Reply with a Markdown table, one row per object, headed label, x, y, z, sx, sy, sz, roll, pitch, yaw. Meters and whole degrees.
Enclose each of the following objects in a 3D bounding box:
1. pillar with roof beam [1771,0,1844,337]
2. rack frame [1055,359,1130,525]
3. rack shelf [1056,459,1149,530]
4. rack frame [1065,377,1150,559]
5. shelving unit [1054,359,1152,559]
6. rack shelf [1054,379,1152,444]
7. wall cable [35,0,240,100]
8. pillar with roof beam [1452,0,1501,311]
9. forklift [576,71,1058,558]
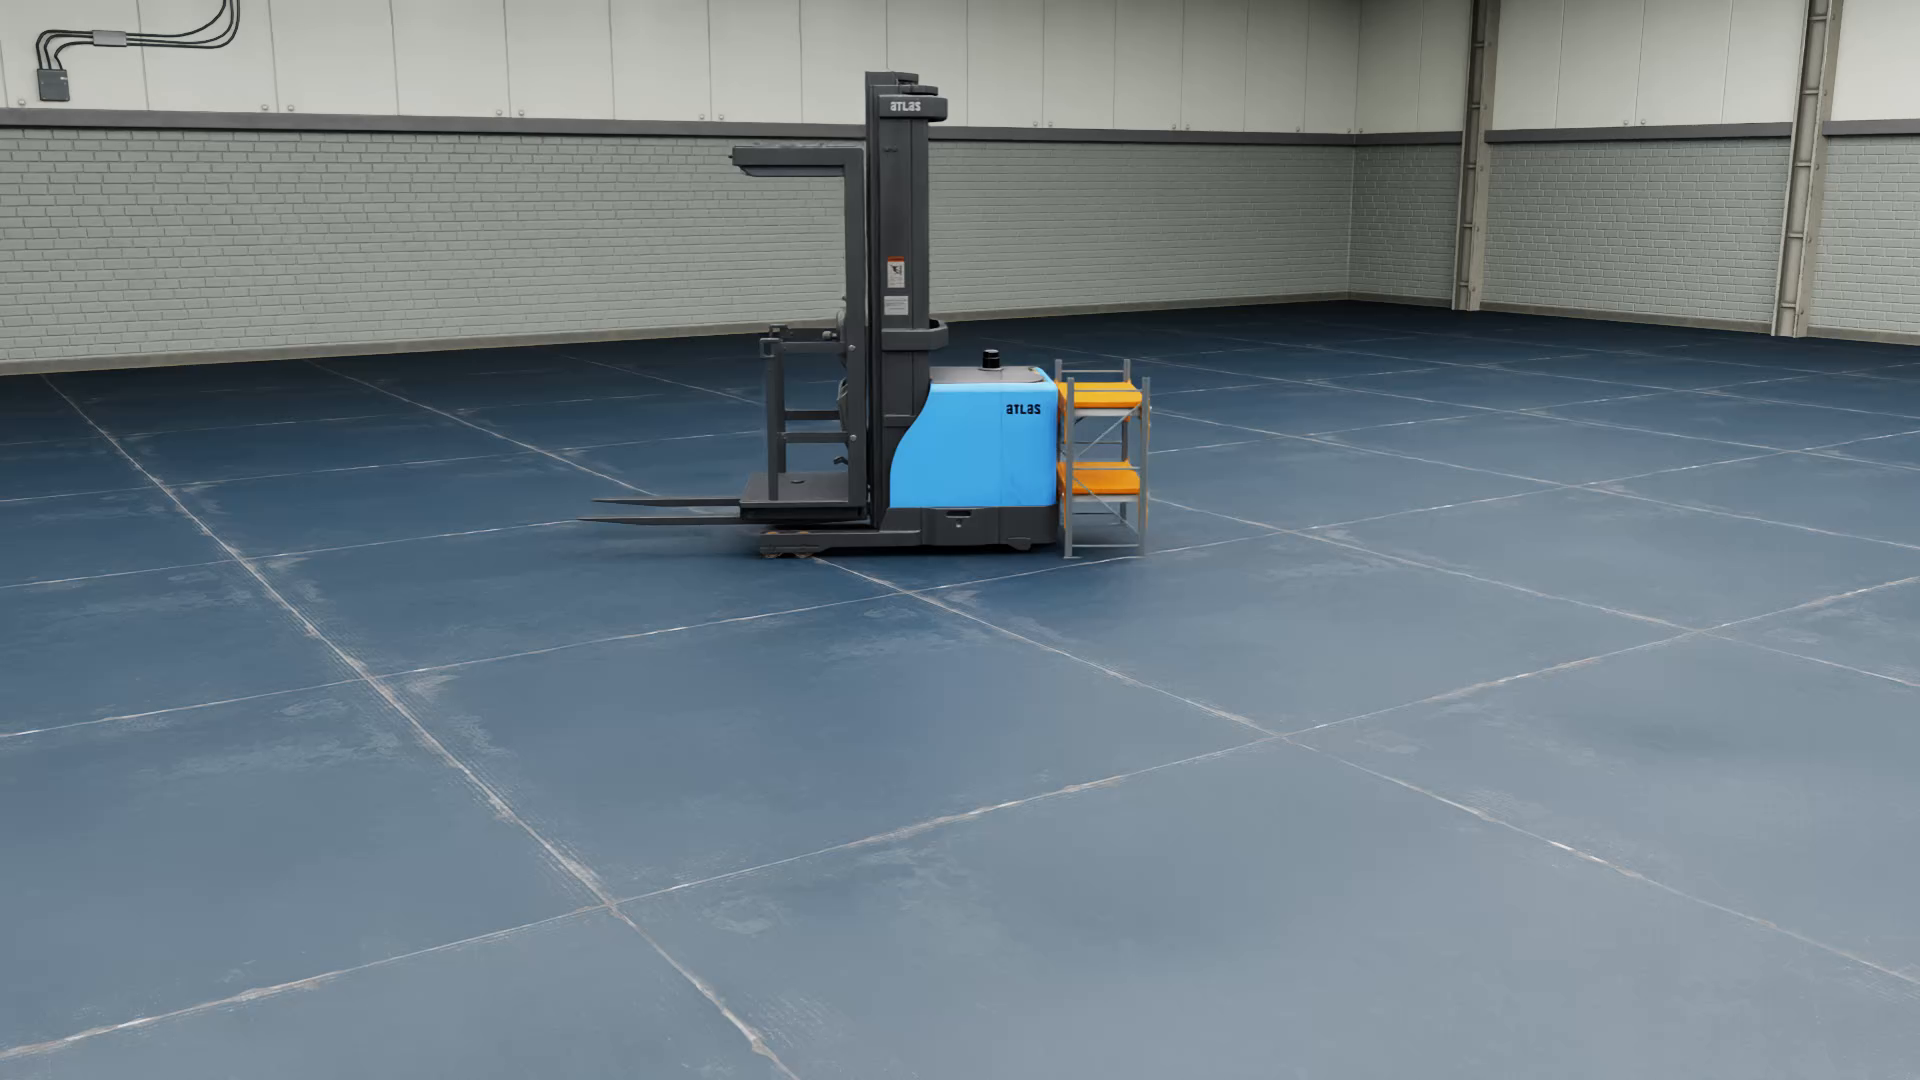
| label | x | y | z | sx | sy | sz | roll | pitch | yaw |
| --- | --- | --- | --- | --- | --- | --- | --- | --- | --- |
| pillar with roof beam | 8.755 | -6.924 | 21.462 | 9.100 | 9.000 | 0.400 | -8 | 15 | -33 |
| rack frame | 0.885 | -0.654 | 11.219 | 0.500 | 1.125 | 0.032 | 0 | 12 | -1 |
| rack shelf | 0.893 | -0.307 | 10.774 | 0.538 | 0.278 | 1.000 | 0 | 12 | -1 |
| rack frame | 0.902 | -0.437 | 10.226 | 0.500 | 1.125 | 0.032 | 0 | 12 | -1 |
| shelving unit | 0.894 | -0.545 | 10.722 | 0.538 | 1.125 | 1.048 | 0 | 12 | -1 |
| rack shelf | 0.894 | -0.831 | 10.660 | 0.538 | 0.278 | 1.000 | 0 | 12 | -1 |
| wall cable | -9.828 | -8.235 | 19.496 | 2.305 | 6.003 | 0.169 | -8 | 15 | -33 |
| pillar with roof beam | 5.431 | -7.991 | 26.341 | 9.100 | 9.000 | 0.400 | -8 | 15 | -33 |
| forklift | -0.915 | -1.435 | 10.562 | 3.031 | 2.935 | 1.130 | -1 | 12 | -3 |
